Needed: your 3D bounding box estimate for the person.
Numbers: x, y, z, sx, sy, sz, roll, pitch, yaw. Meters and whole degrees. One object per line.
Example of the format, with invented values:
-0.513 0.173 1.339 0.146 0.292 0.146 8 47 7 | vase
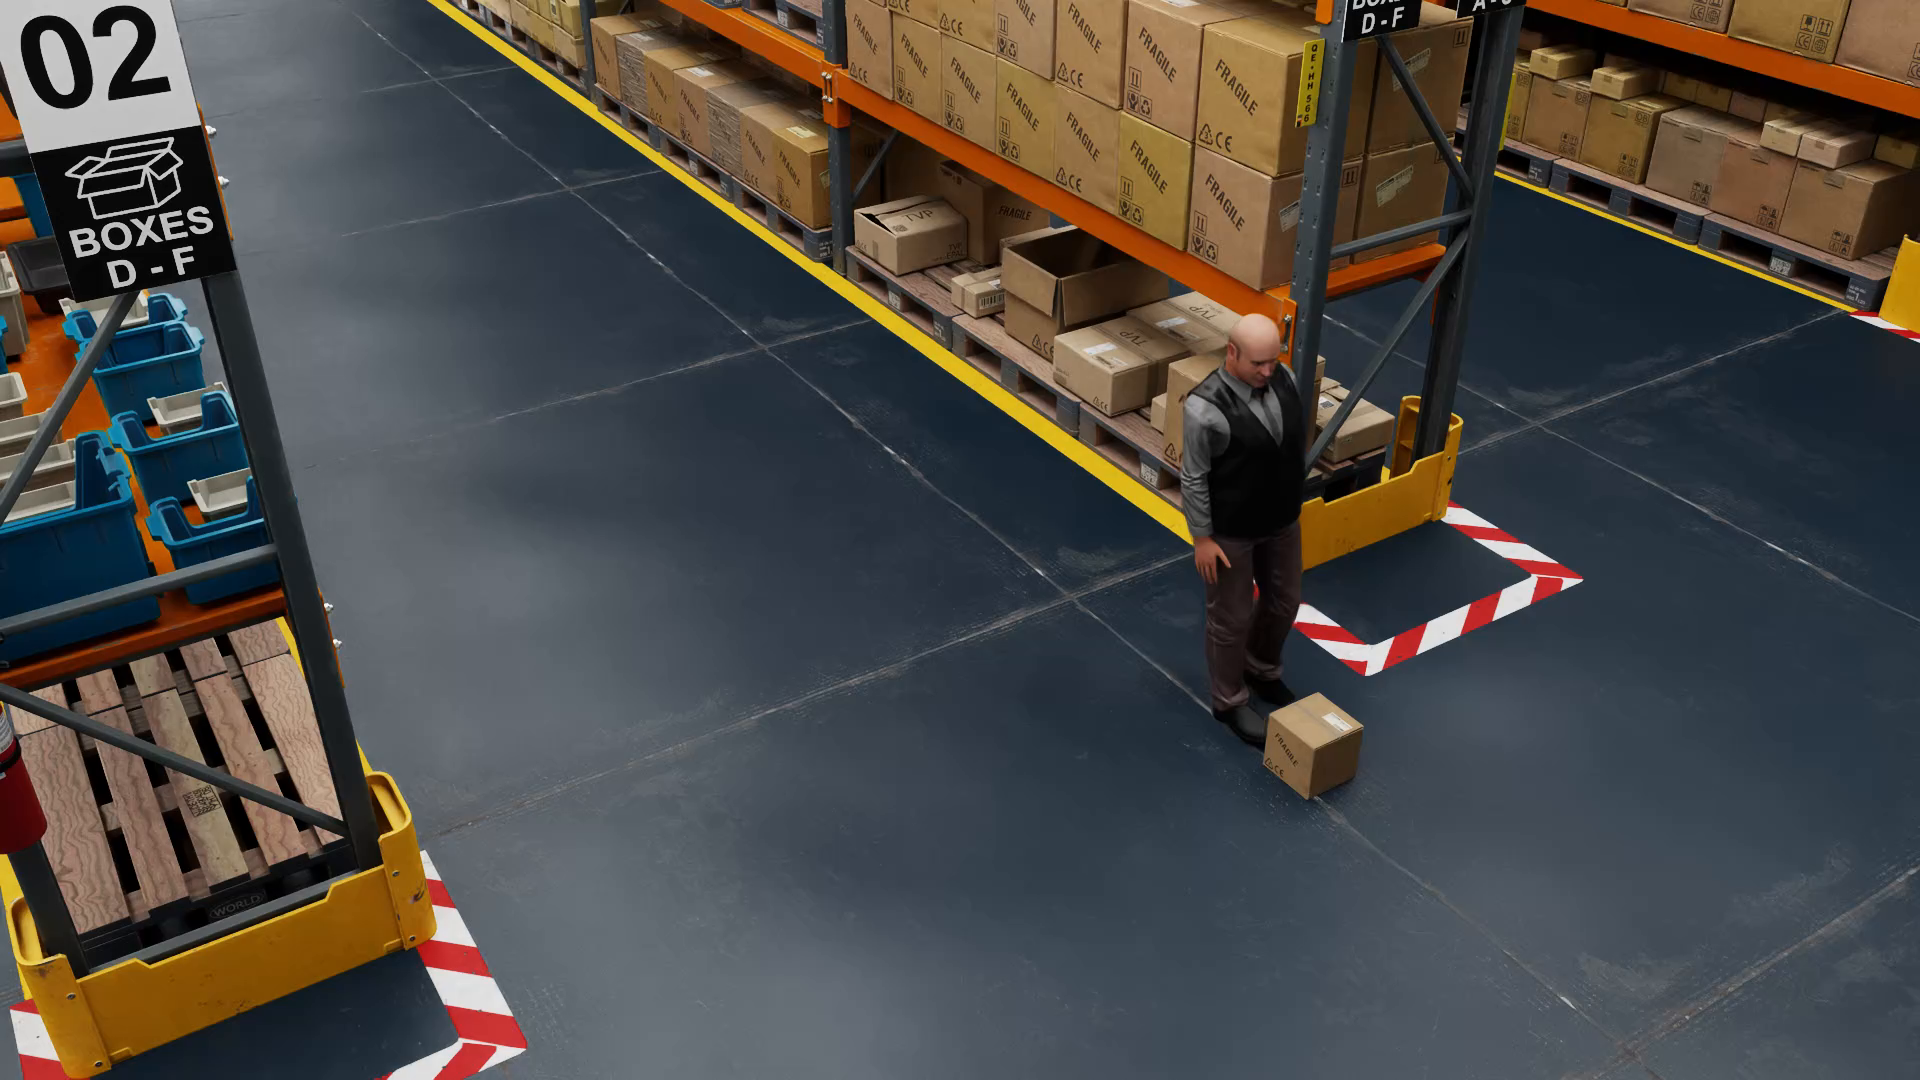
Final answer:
1.101 -0.005 6.207 0.585 1.798 0.477 -20 37 -28 | person
